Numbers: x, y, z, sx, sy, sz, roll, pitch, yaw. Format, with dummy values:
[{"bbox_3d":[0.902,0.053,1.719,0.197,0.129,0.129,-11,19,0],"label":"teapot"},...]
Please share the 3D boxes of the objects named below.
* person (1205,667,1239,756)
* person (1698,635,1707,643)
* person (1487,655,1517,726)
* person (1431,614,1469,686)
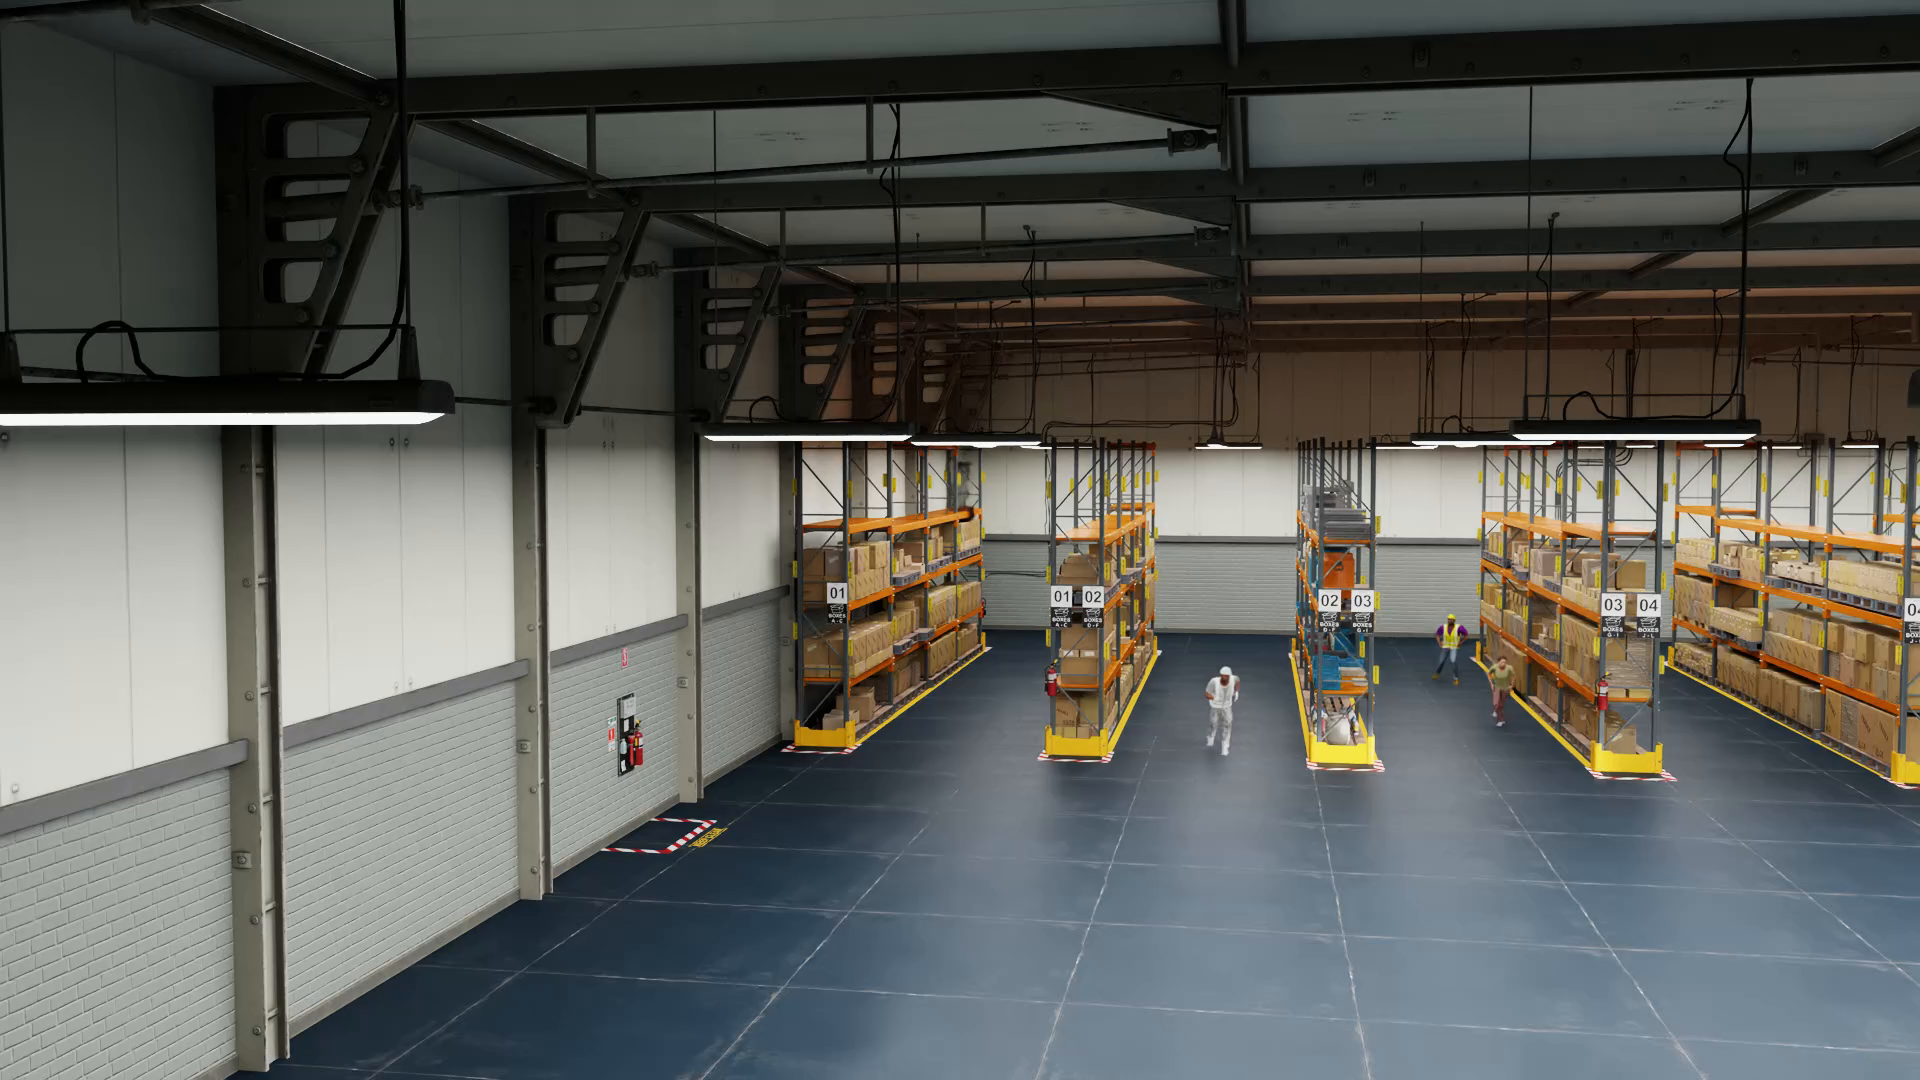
[{"bbox_3d":[4.963,3.231,31.701,0.729,1.727,1.036,-1,3,-10],"label":"person"},{"bbox_3d":[20.486,2.528,45.453,0.662,1.569,0.506,0,3,-1],"label":"person"},{"bbox_3d":[11.382,3.136,34.966,0.587,1.518,0.964,1,3,14],"label":"person"},{"bbox_3d":[12.095,2.694,41.155,0.919,1.758,0.749,2,3,27],"label":"person"}]
